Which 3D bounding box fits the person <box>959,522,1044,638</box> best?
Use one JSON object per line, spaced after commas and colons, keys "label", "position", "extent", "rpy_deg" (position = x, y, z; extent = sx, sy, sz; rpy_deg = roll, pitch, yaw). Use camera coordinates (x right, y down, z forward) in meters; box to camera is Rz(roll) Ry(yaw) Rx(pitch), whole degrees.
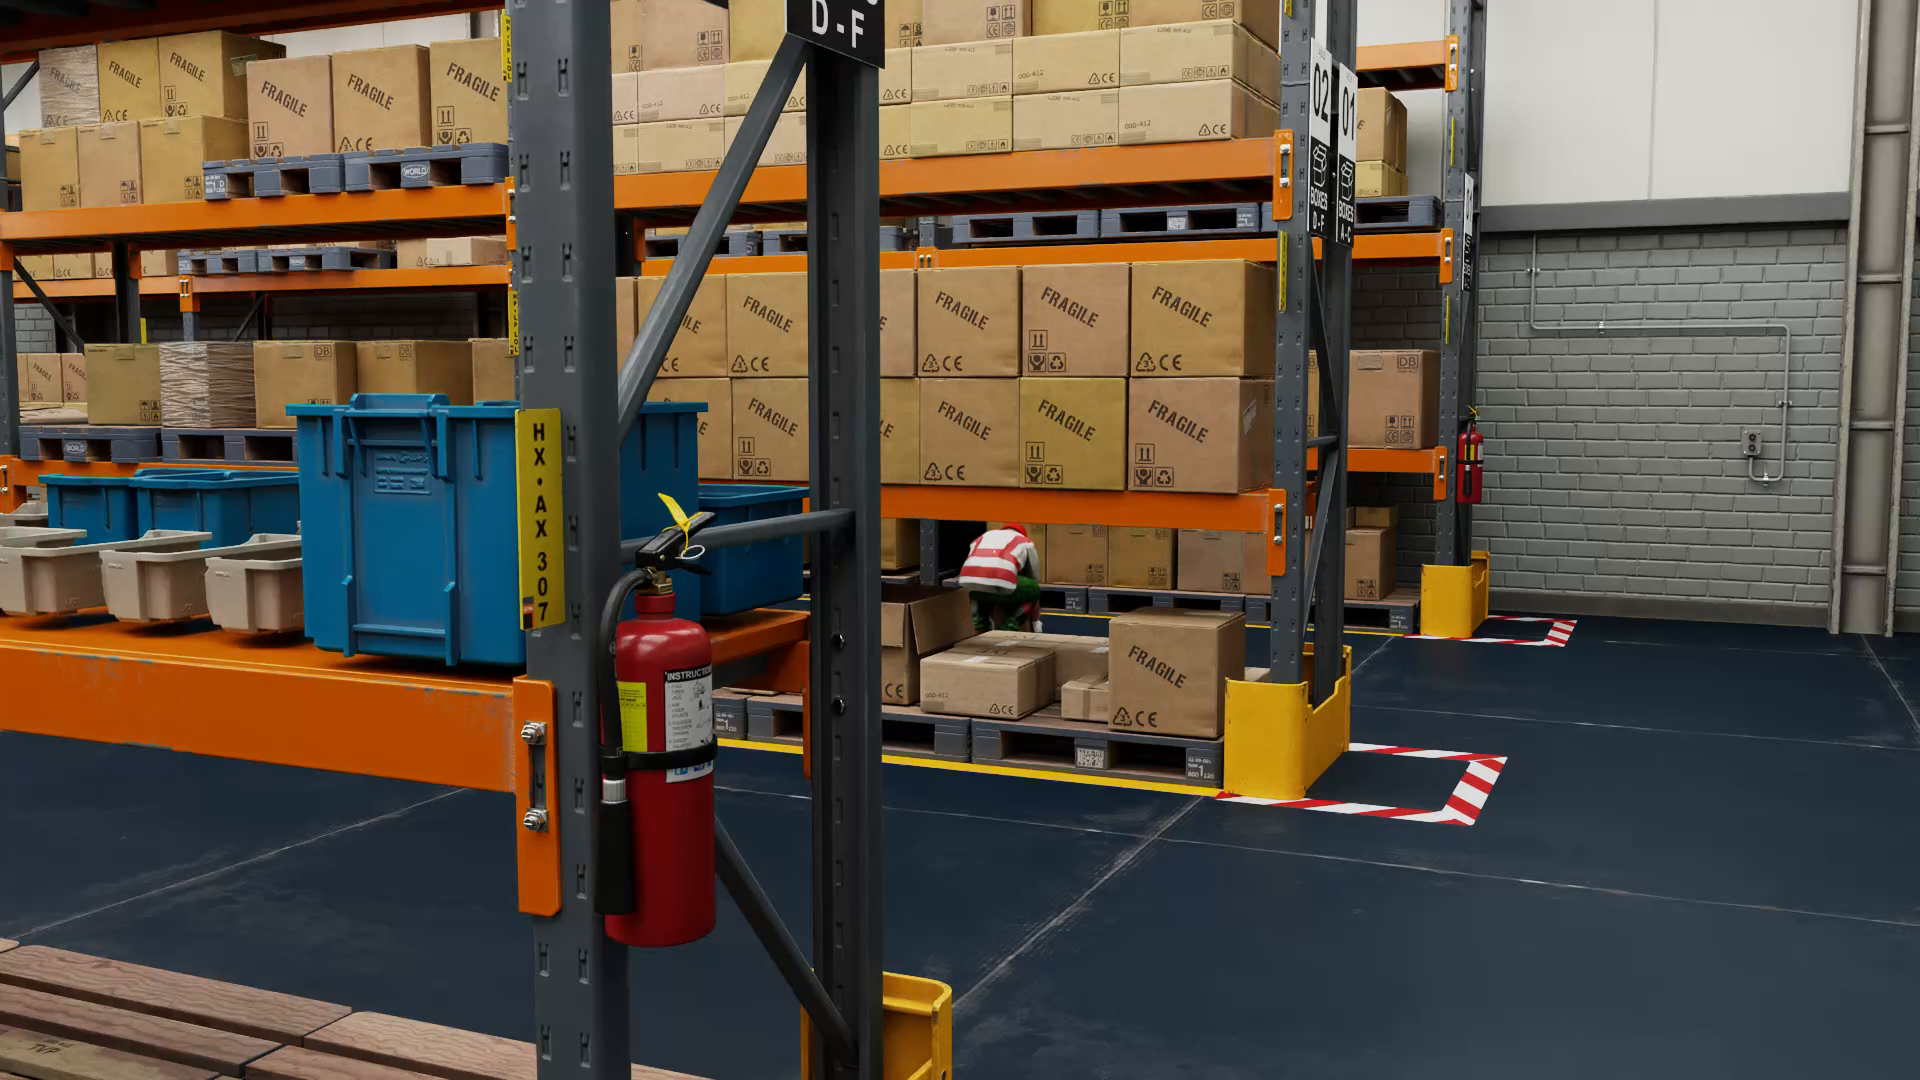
{"label": "person", "position": [0.289, 0.338, 11.566], "extent": [0.545, 0.878, 0.923], "rpy_deg": [2, 6, 23]}
